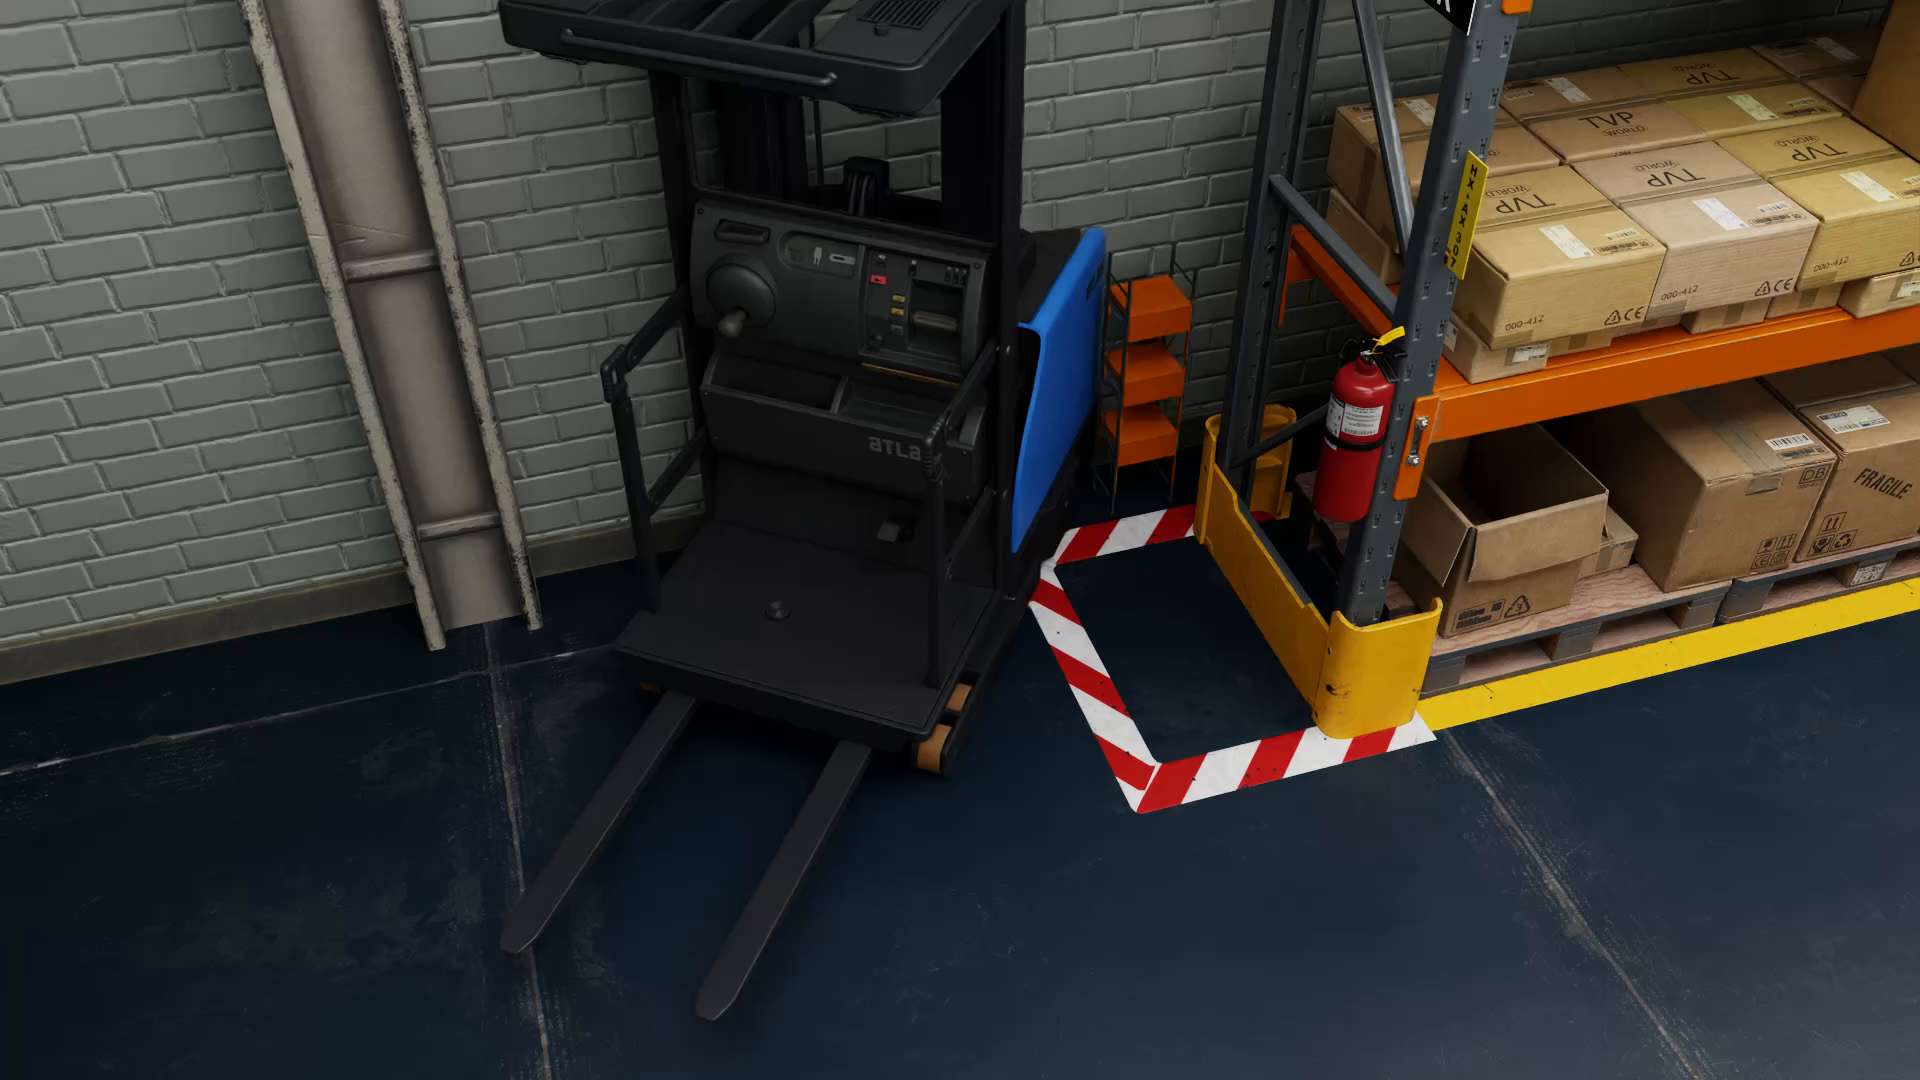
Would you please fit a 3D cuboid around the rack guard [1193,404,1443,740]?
[{"bbox_3d":[1.204,0.082,5.777,0.348,0.500,1.175,-12,42,-13],"label":"rack guard"}]

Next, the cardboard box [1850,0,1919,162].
[{"bbox_3d":[3.075,-1.400,4.891,0.500,0.500,0.500,-11,42,-12],"label":"cardboard box"}]

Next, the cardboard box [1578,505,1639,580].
[{"bbox_3d":[2.160,-0.050,5.875,0.250,0.149,0.380,-13,43,-15],"label":"cardboard box"}]

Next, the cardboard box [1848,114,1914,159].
[{"bbox_3d":[3.090,-1.137,5.160,0.500,0.250,0.500,-13,43,-14],"label":"cardboard box"}]

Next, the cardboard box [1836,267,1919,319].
[{"bbox_3d":[2.771,-0.866,5.153,0.250,0.149,0.380,-13,43,-14],"label":"cardboard box"}]

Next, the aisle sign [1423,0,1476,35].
[{"bbox_3d":[1.154,-1.626,3.855,0.004,0.787,0.394,-12,42,-13],"label":"aisle sign"}]

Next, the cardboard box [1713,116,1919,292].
[{"bbox_3d":[2.608,-1.023,5.029,0.500,0.250,0.500,-12,43,-14],"label":"cardboard box"}]

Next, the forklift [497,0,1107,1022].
[{"bbox_3d":[-0.444,-0.660,4.778,1.130,2.935,3.031,14,43,15],"label":"forklift"}]

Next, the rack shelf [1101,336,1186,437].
[{"bbox_3d":[0.667,-0.565,6.113,0.240,0.259,0.215,-12,43,-14],"label":"rack shelf"}]

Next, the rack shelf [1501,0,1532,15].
[{"bbox_3d":[3.039,-2.099,4.639,4.000,0.370,1.077,-12,42,-13],"label":"rack shelf"}]

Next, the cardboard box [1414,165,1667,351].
[{"bbox_3d":[1.645,-0.821,4.798,0.500,0.250,0.500,-11,42,-13],"label":"cardboard box"}]

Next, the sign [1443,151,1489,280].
[{"bbox_3d":[1.294,-0.830,4.263,0.005,0.325,0.100,-12,42,-13],"label":"sign"}]

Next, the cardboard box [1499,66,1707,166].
[{"bbox_3d":[1.982,-1.259,5.299,0.500,0.250,0.500,-12,42,-13],"label":"cardboard box"}]

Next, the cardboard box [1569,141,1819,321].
[{"bbox_3d":[2.126,-0.921,4.912,0.500,0.250,0.500,-11,42,-13],"label":"cardboard box"}]

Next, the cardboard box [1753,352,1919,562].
[{"bbox_3d":[3.104,-0.309,5.905,0.500,0.500,0.500,-11,42,-12],"label":"cardboard box"}]

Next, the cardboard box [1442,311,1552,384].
[{"bbox_3d":[1.527,-0.643,4.897,0.250,0.149,0.380,-12,43,-13],"label":"cardboard box"}]

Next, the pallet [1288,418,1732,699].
[{"bbox_3d":[1.964,0.032,6.053,1.213,0.211,1.003,-12,42,-13],"label":"pallet"}]

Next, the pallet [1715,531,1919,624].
[{"bbox_3d":[3.125,-0.206,6.326,1.213,0.211,1.003,-12,42,-13],"label":"pallet"}]

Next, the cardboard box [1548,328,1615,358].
[{"bbox_3d":[1.756,-0.722,4.988,0.250,0.149,0.380,-11,42,-12],"label":"cardboard box"}]

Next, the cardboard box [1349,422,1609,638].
[{"bbox_3d":[1.743,-0.124,5.691,0.637,0.503,0.797,-13,43,-15],"label":"cardboard box"}]

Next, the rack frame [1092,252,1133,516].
[{"bbox_3d":[0.551,-0.548,6.077,0.008,1.050,0.200,-12,43,-14],"label":"rack frame"}]

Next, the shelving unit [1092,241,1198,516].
[{"bbox_3d":[0.667,-0.573,6.106,0.252,1.050,0.215,-12,43,-14],"label":"shelving unit"}]

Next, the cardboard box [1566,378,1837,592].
[{"bbox_3d":[2.570,-0.268,5.857,0.500,0.500,0.700,-10,42,-11],"label":"cardboard box"}]

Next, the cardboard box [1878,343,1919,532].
[{"bbox_3d":[3.560,-0.473,6.092,0.500,0.500,0.700,-13,43,-15],"label":"cardboard box"}]

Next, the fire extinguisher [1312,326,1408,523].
[{"bbox_3d":[1.130,-0.356,4.720,0.183,0.674,0.296,-12,42,-13],"label":"fire extinguisher"}]

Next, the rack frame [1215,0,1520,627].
[{"bbox_3d":[1.131,-0.845,4.937,0.127,3.000,1.000,-12,42,-13],"label":"rack frame"}]

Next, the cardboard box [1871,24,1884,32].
[{"bbox_3d":[3.424,-1.558,5.642,0.500,0.250,0.500,-11,42,-12],"label":"cardboard box"}]

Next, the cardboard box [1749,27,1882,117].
[{"bbox_3d":[2.955,-1.457,5.526,0.500,0.250,0.500,-12,43,-13],"label":"cardboard box"}]

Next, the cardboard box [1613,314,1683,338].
[{"bbox_3d":[1.996,-0.796,5.072,0.250,0.149,0.380,-12,43,-14],"label":"cardboard box"}]

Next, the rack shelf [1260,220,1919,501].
[{"bbox_3d":[3.039,-0.969,5.626,4.000,0.370,1.077,-12,42,-13],"label":"rack shelf"}]

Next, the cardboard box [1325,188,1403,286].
[{"bbox_3d":[1.367,-0.984,5.288,0.250,0.149,0.380,-12,43,-14],"label":"cardboard box"}]

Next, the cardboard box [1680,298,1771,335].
[{"bbox_3d":[2.256,-0.808,5.085,0.250,0.149,0.380,-10,42,-12],"label":"cardboard box"}]

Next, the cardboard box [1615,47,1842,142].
[{"bbox_3d":[2.456,-1.354,5.408,0.500,0.250,0.500,-10,42,-12],"label":"cardboard box"}]

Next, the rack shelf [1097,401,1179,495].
[{"bbox_3d":[0.666,-0.358,6.298,0.240,0.259,0.215,-12,43,-14],"label":"rack shelf"}]

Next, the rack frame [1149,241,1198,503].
[{"bbox_3d":[0.783,-0.599,6.135,0.008,1.050,0.200,-12,43,-14],"label":"rack frame"}]

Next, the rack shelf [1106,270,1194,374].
[{"bbox_3d":[0.668,-0.777,5.925,0.240,0.259,0.215,-12,43,-14],"label":"rack shelf"}]

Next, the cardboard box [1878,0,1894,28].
[{"bbox_3d":[3.446,-1.846,5.401,0.500,0.500,0.500,-13,43,-14],"label":"cardboard box"}]

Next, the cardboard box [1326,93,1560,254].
[{"bbox_3d":[1.490,-1.158,5.183,0.500,0.250,0.500,-11,42,-12],"label":"cardboard box"}]

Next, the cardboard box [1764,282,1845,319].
[{"bbox_3d":[2.507,-0.864,5.150,0.250,0.149,0.380,-11,42,-12],"label":"cardboard box"}]
